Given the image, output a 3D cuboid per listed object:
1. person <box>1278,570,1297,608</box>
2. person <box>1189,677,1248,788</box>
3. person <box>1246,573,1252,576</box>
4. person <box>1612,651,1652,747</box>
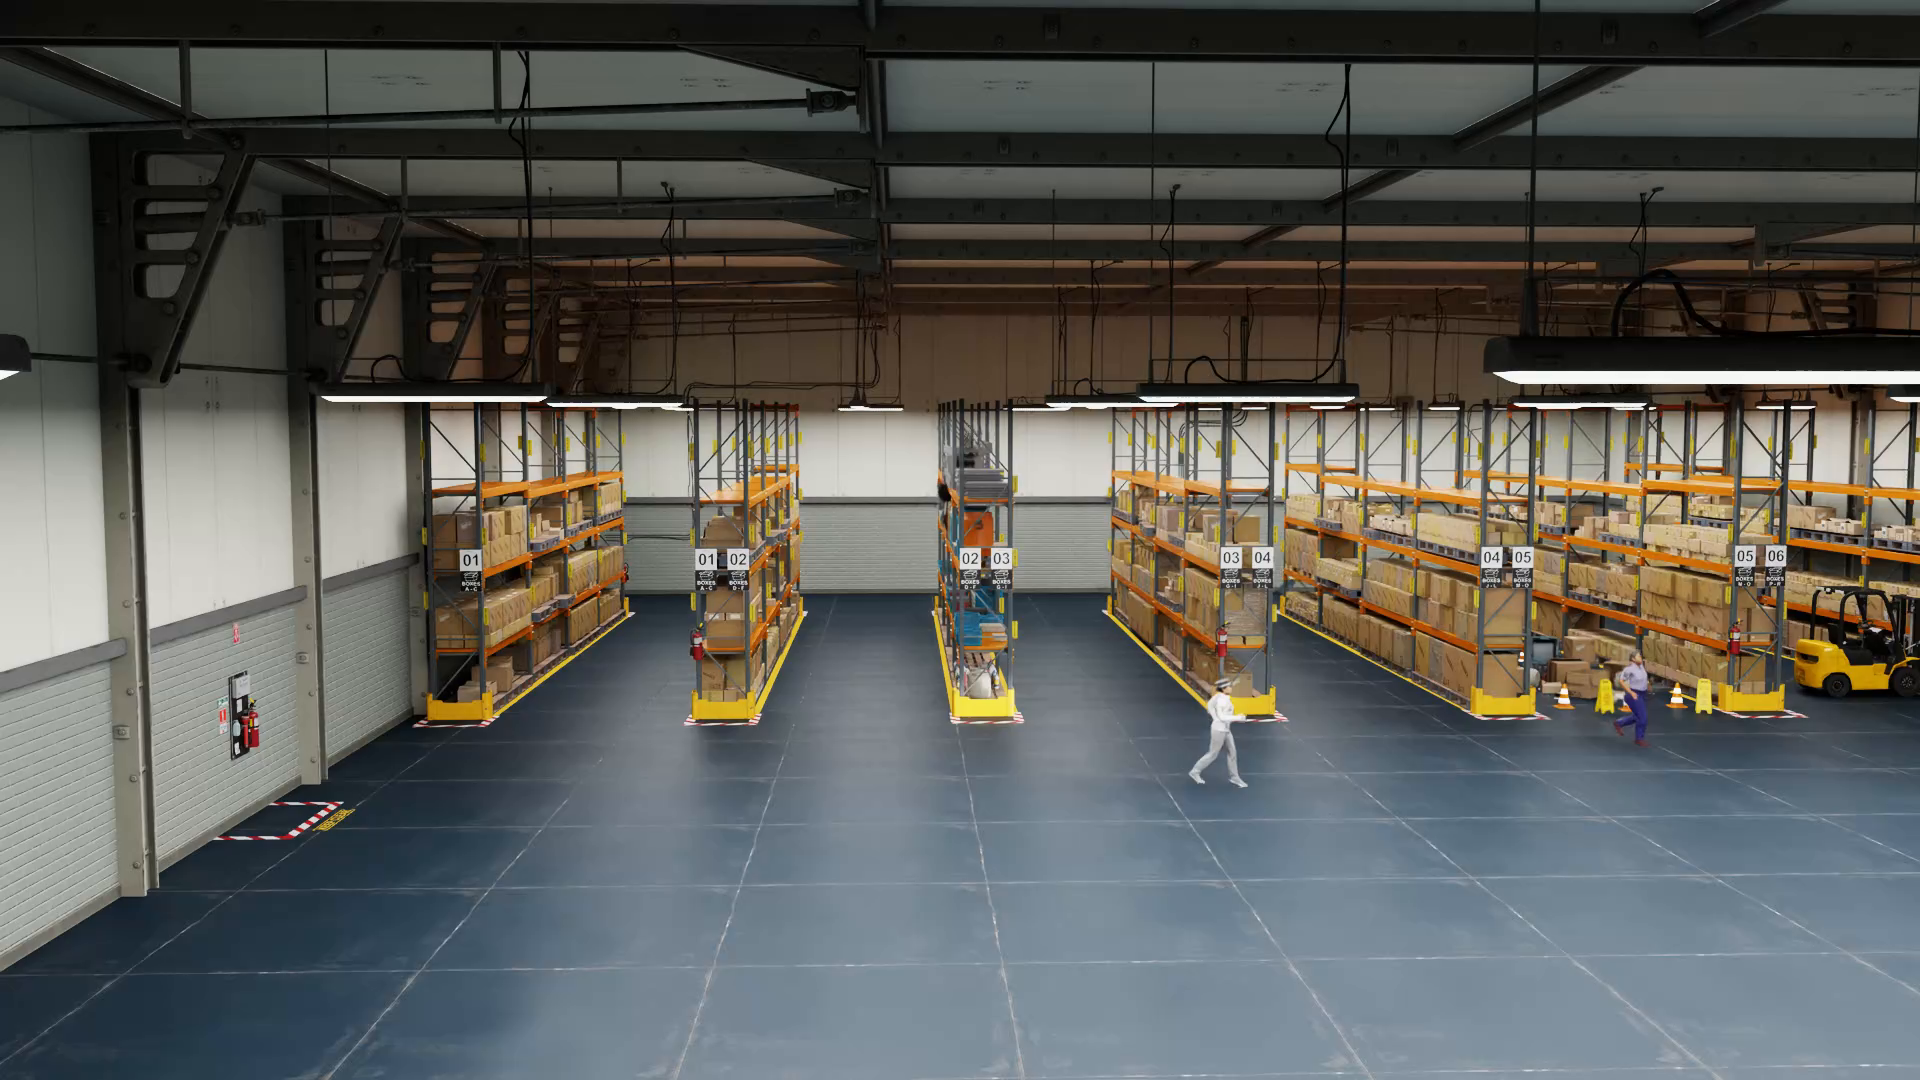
[{"bbox_3d":[9.678,1.159,48.827,0.658,1.746,0.687,0,4,0],"label":"person"},{"bbox_3d":[3.959,2.939,25.428,0.896,1.707,0.574,1,4,15],"label":"person"},{"bbox_3d":[7.986,1.271,47.450,0.736,1.786,0.664,3,5,32],"label":"person"},{"bbox_3d":[11.674,2.737,28.853,0.565,1.638,0.686,-4,6,-43],"label":"person"}]
